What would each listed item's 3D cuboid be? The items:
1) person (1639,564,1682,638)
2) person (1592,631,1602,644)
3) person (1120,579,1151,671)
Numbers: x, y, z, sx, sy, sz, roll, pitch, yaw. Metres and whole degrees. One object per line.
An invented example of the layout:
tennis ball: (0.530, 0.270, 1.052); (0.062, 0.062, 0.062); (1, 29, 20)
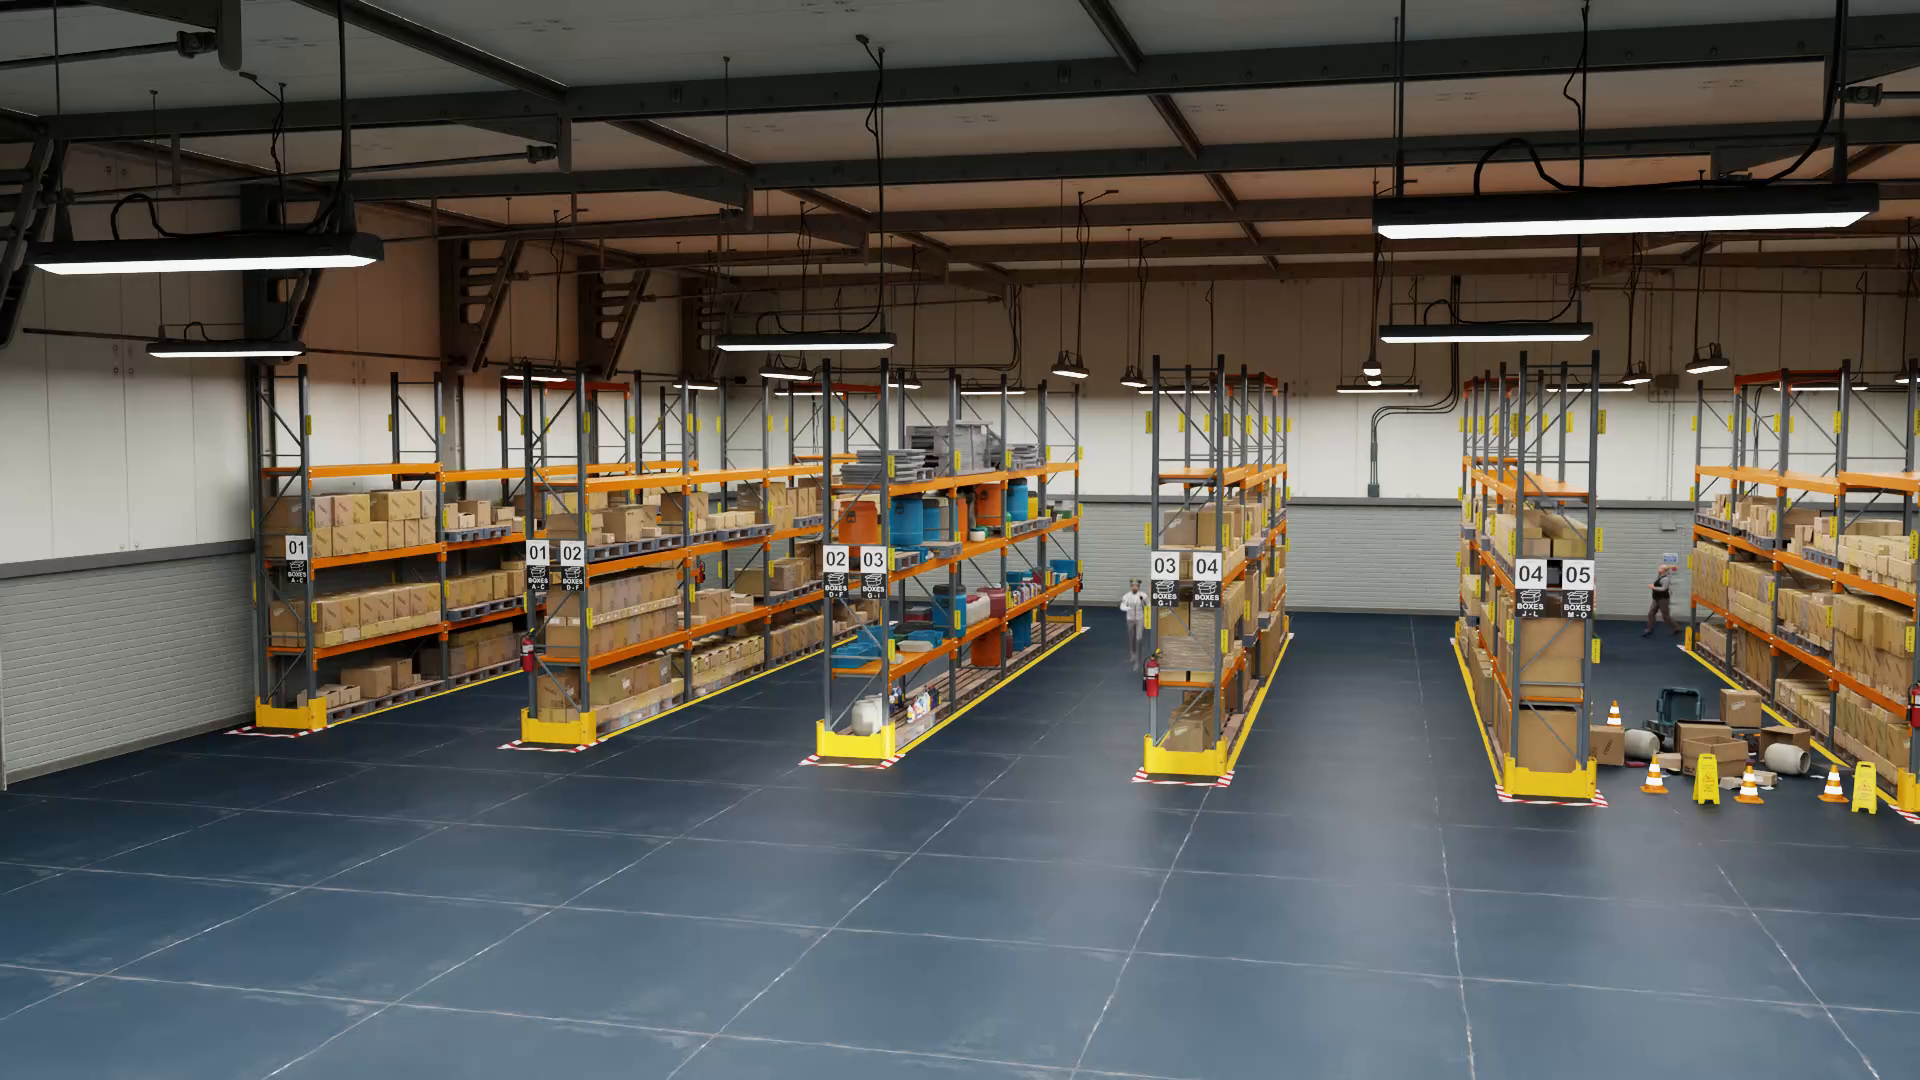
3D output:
person: (16.424, 1.437, 38.936); (0.909, 1.742, 0.650); (0, 4, 2)
person: (13.825, 1.603, 36.763); (0.660, 1.739, 0.816); (-2, 4, -23)
person: (3.450, 1.640, 32.673); (0.592, 1.791, 0.794); (1, 4, 11)
